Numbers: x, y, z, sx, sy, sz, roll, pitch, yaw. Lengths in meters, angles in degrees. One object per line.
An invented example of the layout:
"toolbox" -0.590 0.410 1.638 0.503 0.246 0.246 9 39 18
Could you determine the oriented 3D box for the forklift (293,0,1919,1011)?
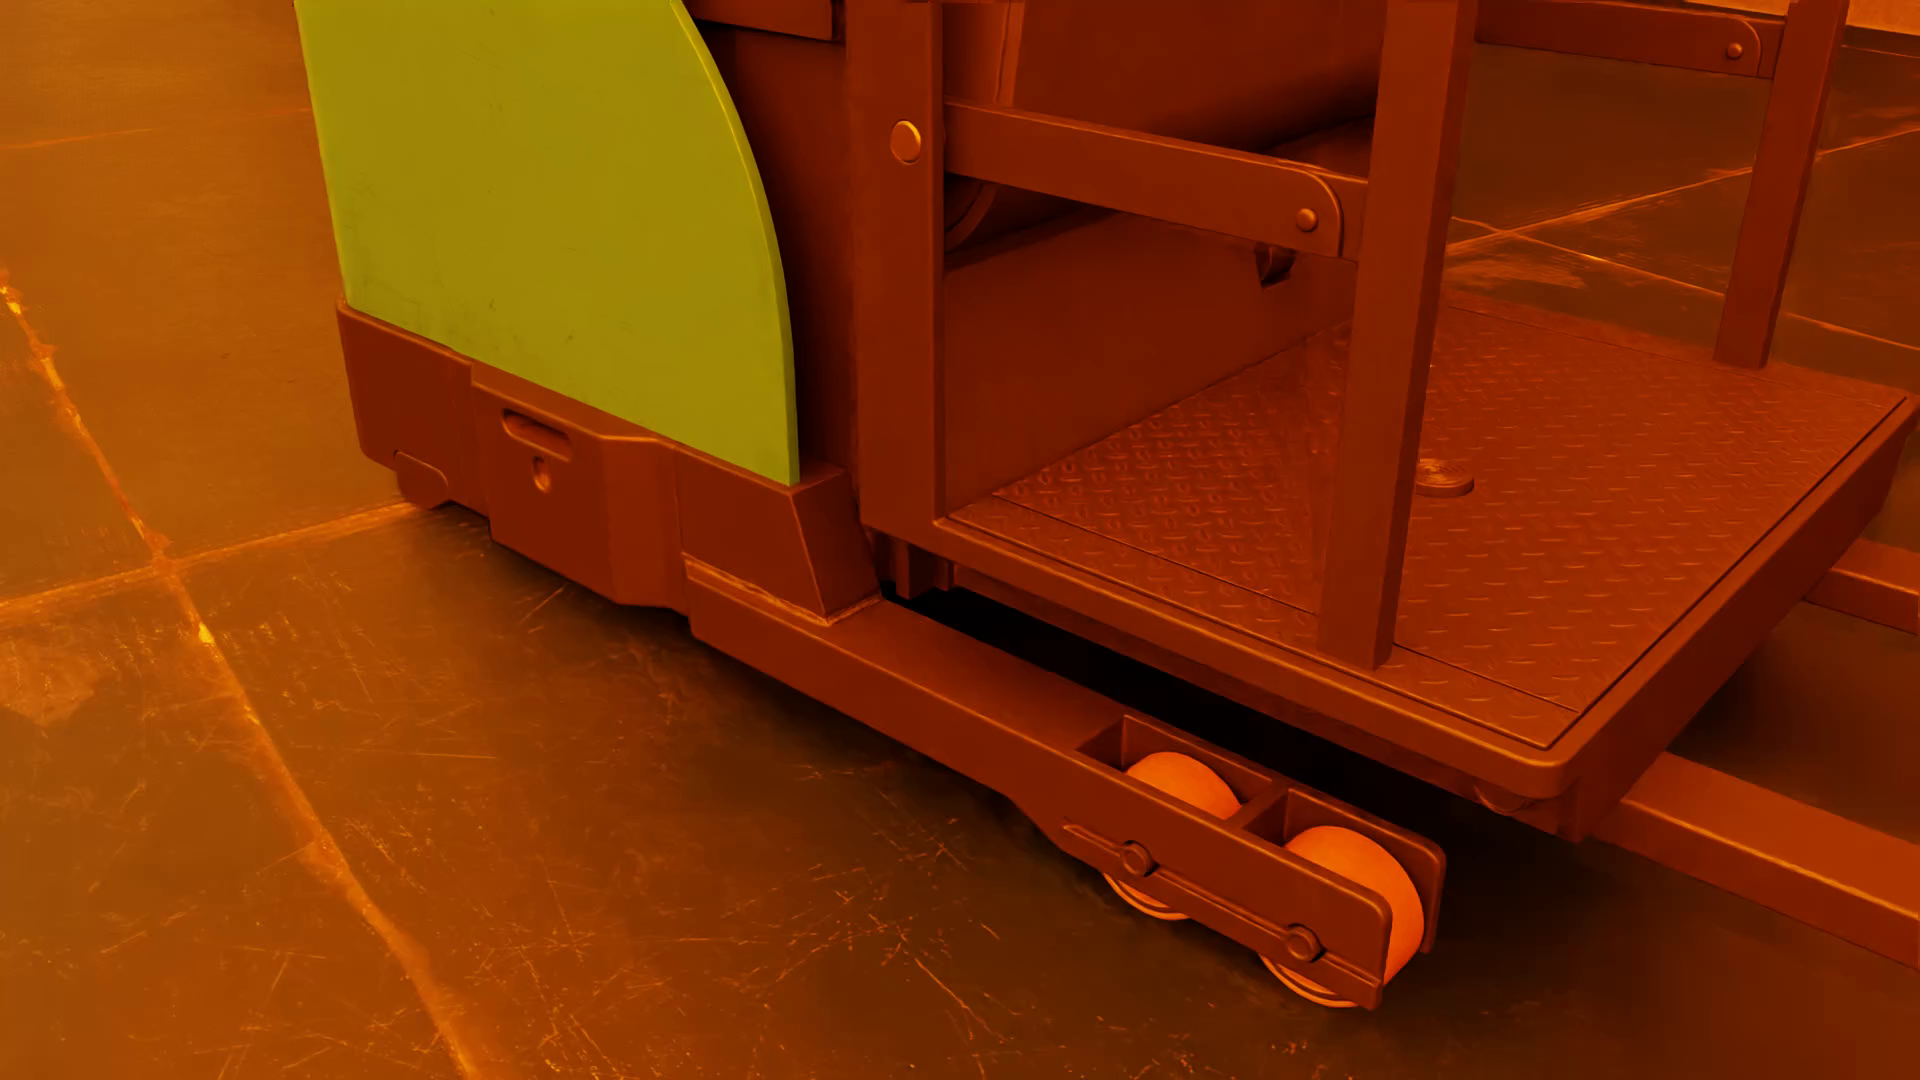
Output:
"forklift" 0.481 -1.129 1.481 3.031 2.935 1.130 22 34 36
